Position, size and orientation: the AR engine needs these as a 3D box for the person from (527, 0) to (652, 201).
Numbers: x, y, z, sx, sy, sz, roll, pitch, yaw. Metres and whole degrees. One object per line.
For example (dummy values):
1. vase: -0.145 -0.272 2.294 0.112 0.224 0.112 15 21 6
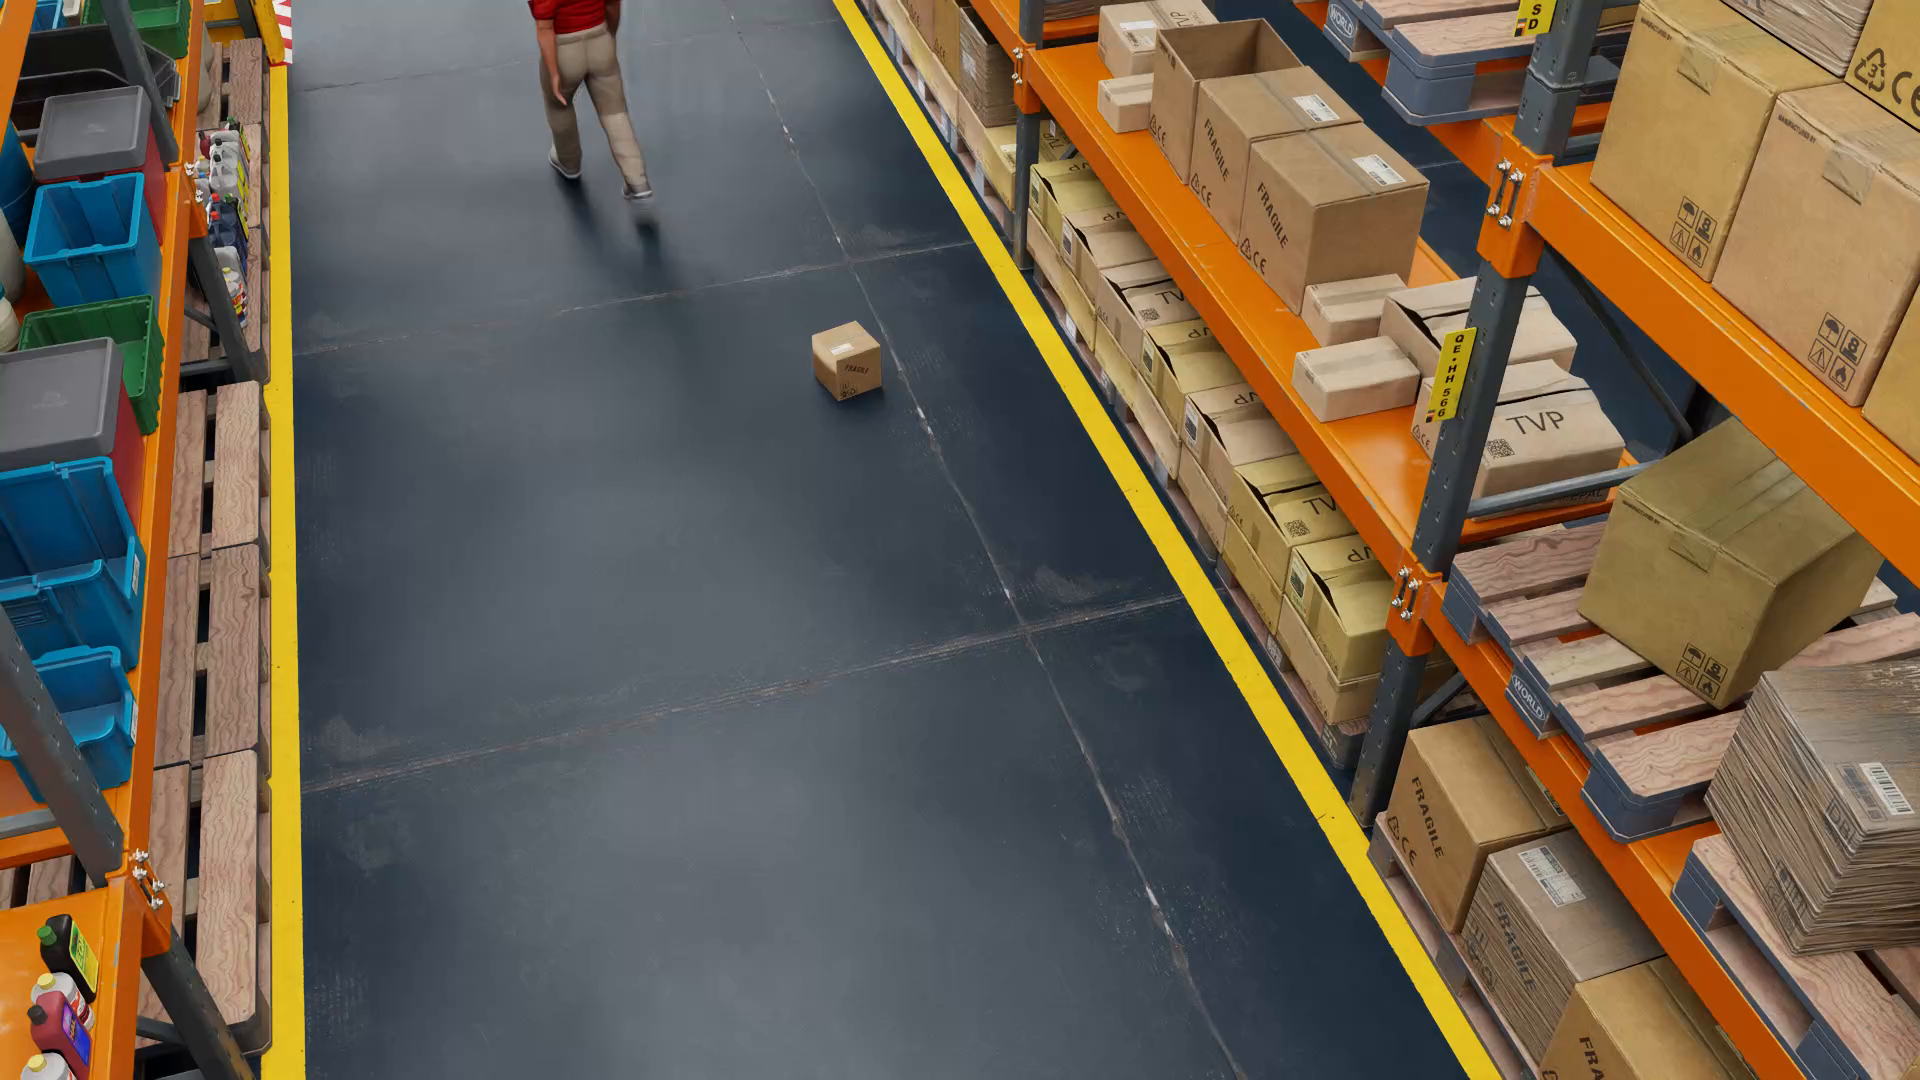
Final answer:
1. person: -2.085 -2.687 9.160 0.539 1.679 0.994 -22 46 -23
